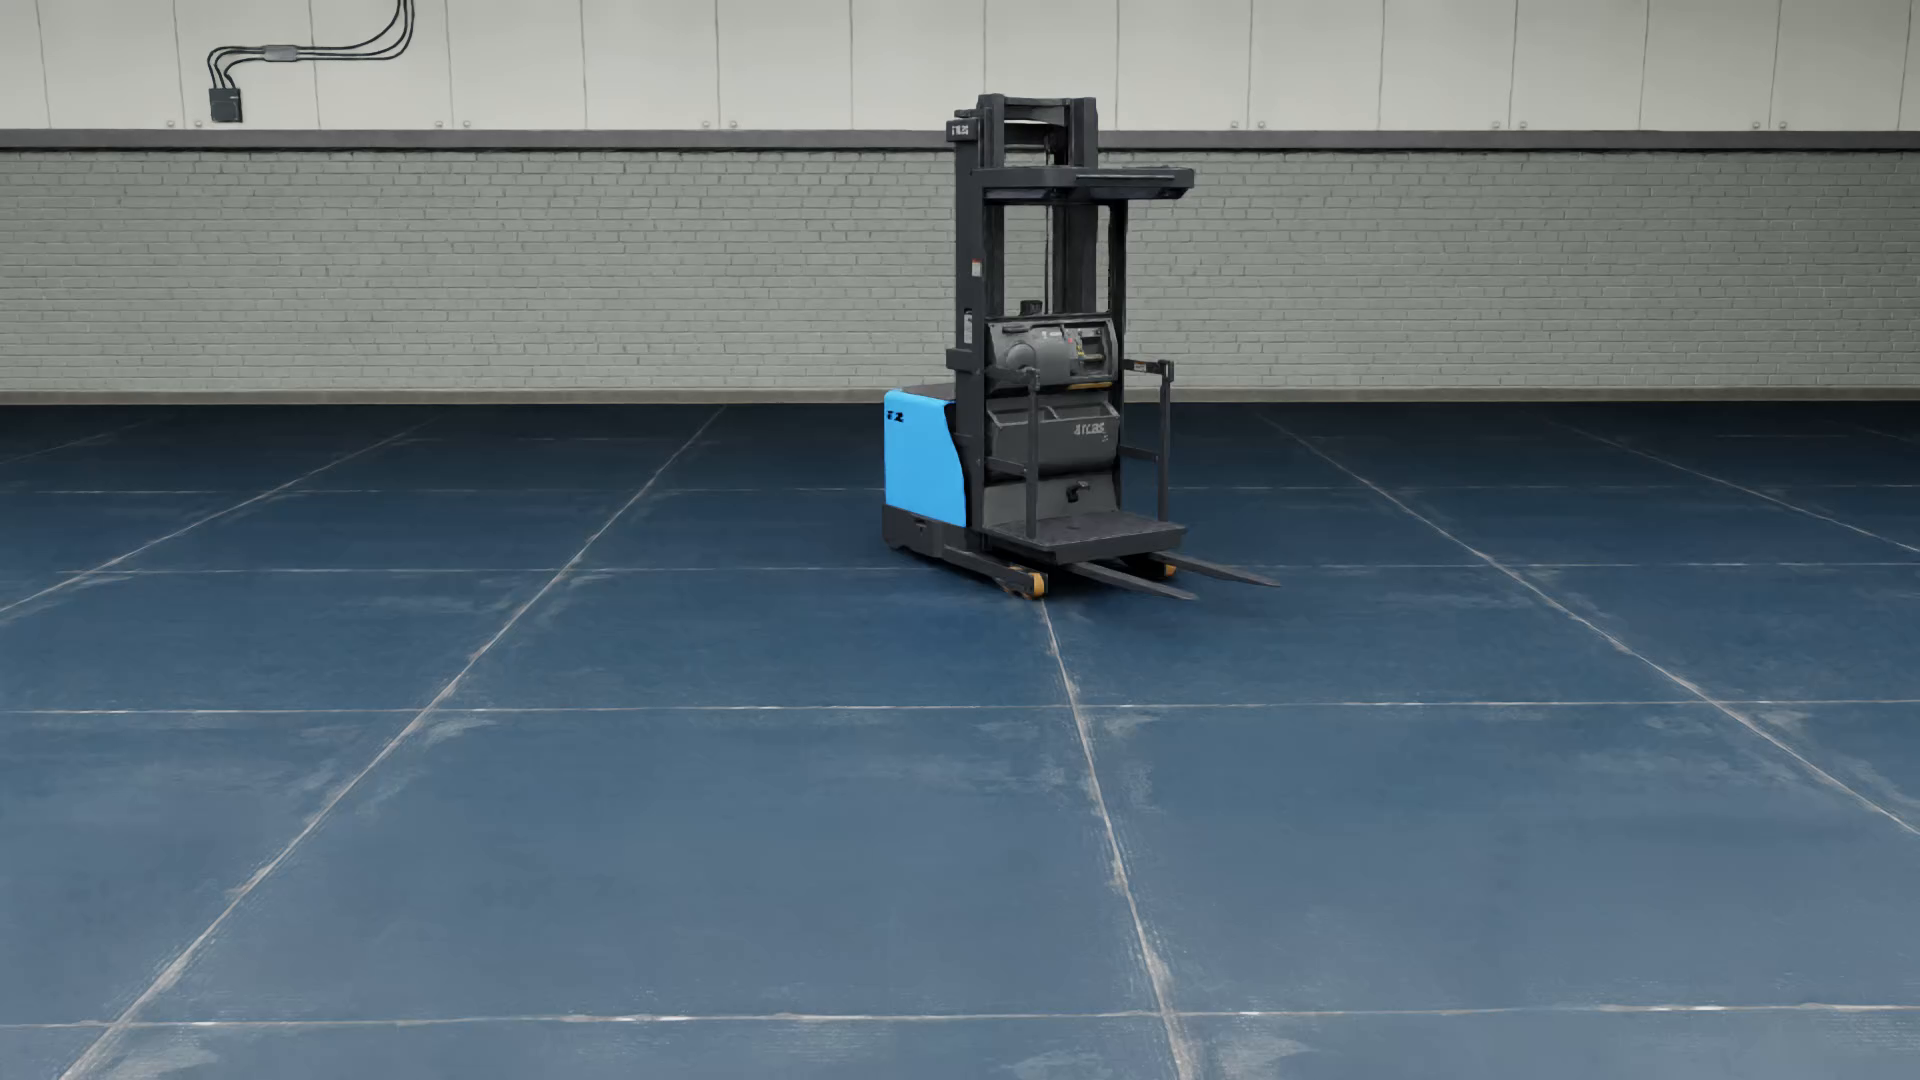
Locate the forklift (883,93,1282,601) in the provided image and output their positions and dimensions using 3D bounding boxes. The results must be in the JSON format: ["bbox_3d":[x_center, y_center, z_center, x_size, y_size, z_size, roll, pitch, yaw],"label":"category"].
[{"bbox_3d":[0.695,-1.189,10.050,1.130,2.935,3.031,-7,14,-32],"label":"forklift"}]

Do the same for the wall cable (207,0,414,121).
[{"bbox_3d":[-7.215,-7.644,18.050,2.305,6.003,0.169,0,11,-1],"label":"wall cable"}]
